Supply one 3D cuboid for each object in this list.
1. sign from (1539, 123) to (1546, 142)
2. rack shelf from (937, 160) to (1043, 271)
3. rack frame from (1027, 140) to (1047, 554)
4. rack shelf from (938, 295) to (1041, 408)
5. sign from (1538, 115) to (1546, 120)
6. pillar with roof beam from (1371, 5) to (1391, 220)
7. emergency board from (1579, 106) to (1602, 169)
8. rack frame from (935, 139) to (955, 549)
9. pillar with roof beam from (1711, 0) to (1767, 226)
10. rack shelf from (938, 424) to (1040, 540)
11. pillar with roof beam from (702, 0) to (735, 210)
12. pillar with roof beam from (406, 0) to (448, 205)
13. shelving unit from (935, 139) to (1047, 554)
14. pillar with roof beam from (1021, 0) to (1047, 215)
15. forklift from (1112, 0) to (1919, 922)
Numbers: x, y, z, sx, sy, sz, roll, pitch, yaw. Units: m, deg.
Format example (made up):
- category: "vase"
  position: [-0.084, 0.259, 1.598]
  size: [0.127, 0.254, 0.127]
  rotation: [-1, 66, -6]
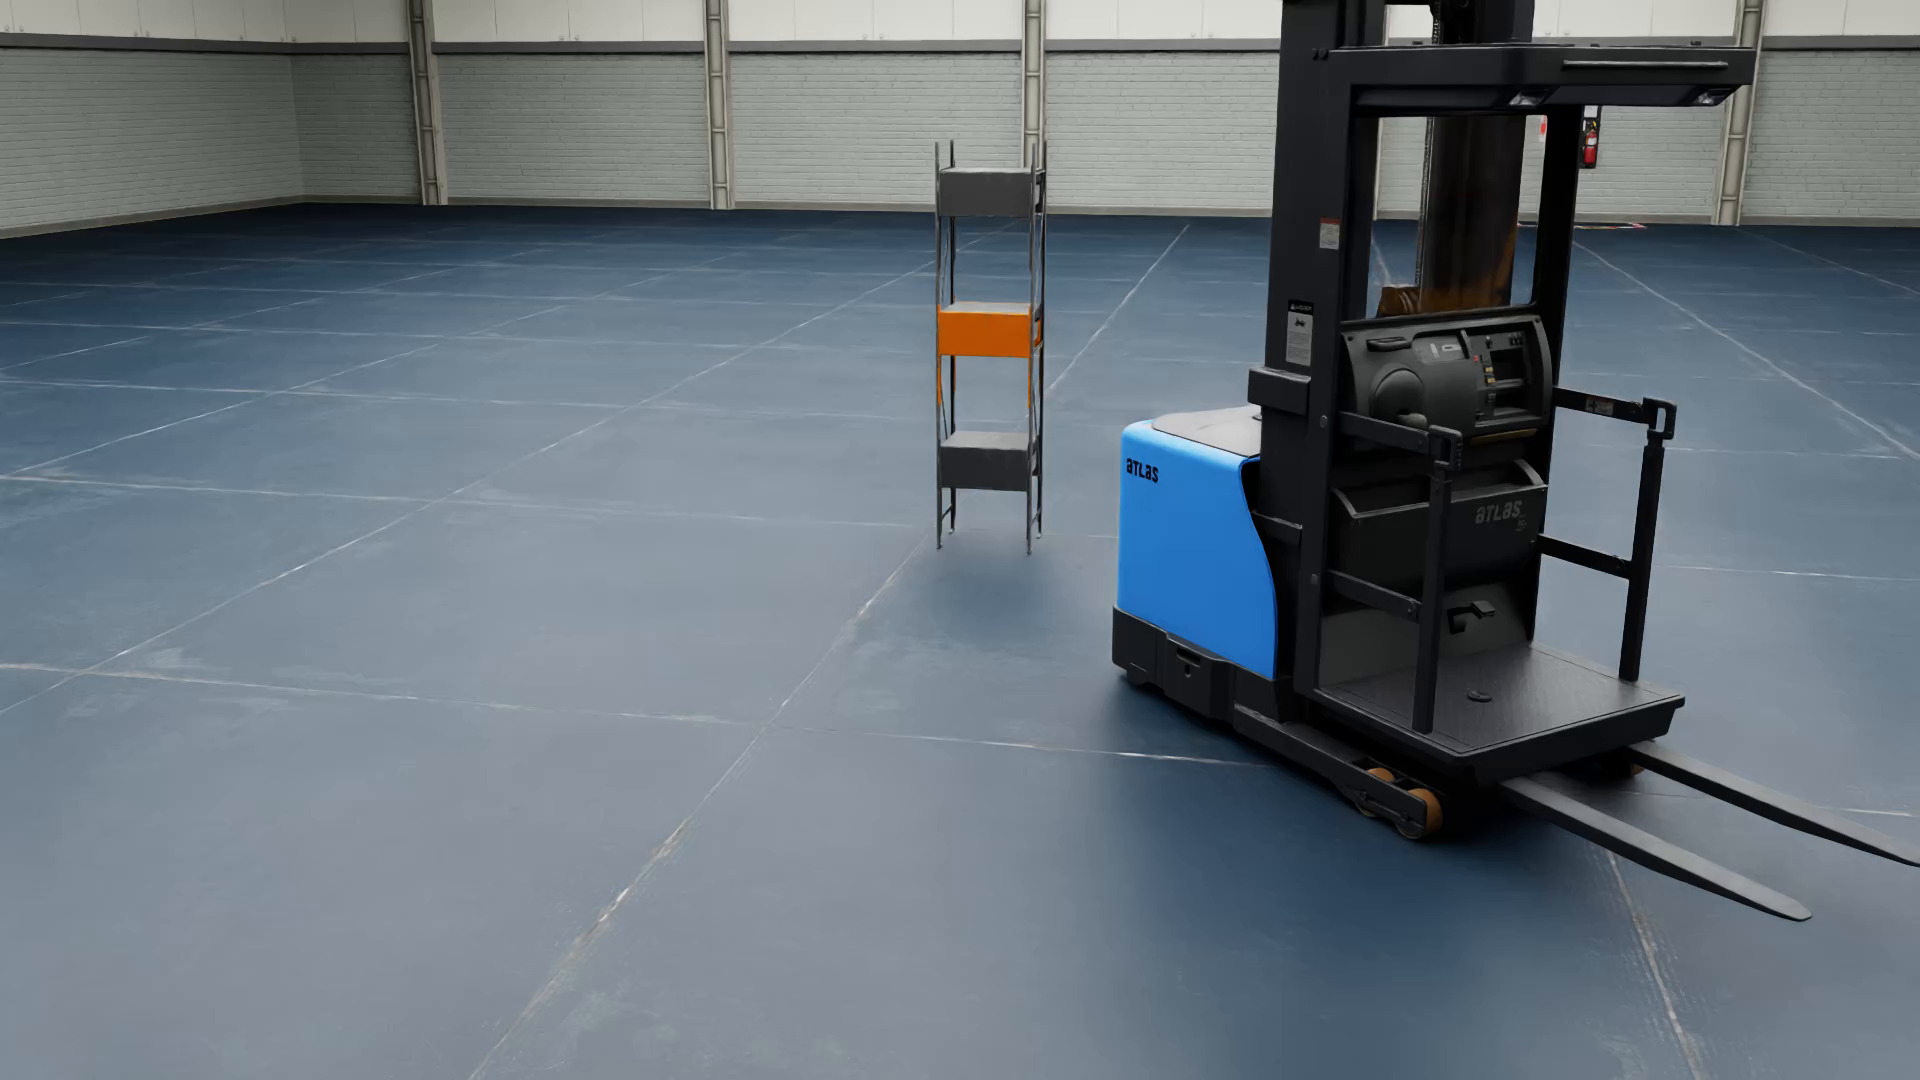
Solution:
- category: "sign"
  position: [10.157, -7.055, 28.774]
  size: [0.234, 0.329, 0.001]
  rotation: [3, 16, 11]
- category: "rack shelf"
  position: [0.162, -1.665, 8.497]
  size: [0.480, 0.518, 0.431]
  rotation: [3, 16, 11]
- category: "rack frame"
  position: [0.401, -0.990, 8.633]
  size: [0.015, 2.100, 0.400]
  rotation: [3, 16, 11]
- category: "rack shelf"
  position: [0.162, -0.990, 8.684]
  size: [0.480, 0.518, 0.431]
  rotation: [3, 16, 11]
- category: "sign"
  position: [10.160, -7.307, 28.694]
  size: [0.331, 0.109, 0.001]
  rotation: [3, 16, 11]
- category: "pillar with roof beam"
  position: [6.355, -8.924, 24.350]
  size: [0.400, 9.000, 9.100]
  rotation: [3, 16, 11]
- category: "emergency board"
  position: [10.678, -6.981, 28.575]
  size: [0.643, 1.169, 0.194]
  rotation: [3, 16, 11]
- category: "rack frame"
  position: [-0.077, -1.016, 8.727]
  size: [0.015, 2.100, 0.400]
  rotation: [3, 16, 11]
- category: "pillar with roof beam"
  position: [12.234, -8.605, 23.198]
  size: [0.400, 9.000, 9.100]
  rotation: [3, 16, 11]
- category: "rack shelf"
  position: [0.162, -0.315, 8.870]
  size: [0.480, 0.518, 0.431]
  rotation: [3, 16, 11]
- category: "pillar with roof beam"
  position: [-5.405, -9.562, 26.655]
  size: [0.400, 9.000, 9.100]
  rotation: [3, 16, 11]
- category: "pillar with roof beam"
  position: [-11.284, -9.881, 27.807]
  size: [0.400, 9.000, 9.100]
  rotation: [3, 16, 11]
- category: "shelving unit"
  position: [0.162, -1.003, 8.680]
  size: [0.503, 2.100, 0.431]
  rotation: [3, 16, 11]
- category: "pillar with roof beam"
  position: [0.475, -9.243, 25.503]
  size: [0.400, 9.000, 9.100]
  rotation: [3, 16, 11]
- category: "forklift"
  position: [1.797, -0.570, 5.561]
  size: [1.130, 2.935, 3.031]
  rotation: [-9, 18, -28]
